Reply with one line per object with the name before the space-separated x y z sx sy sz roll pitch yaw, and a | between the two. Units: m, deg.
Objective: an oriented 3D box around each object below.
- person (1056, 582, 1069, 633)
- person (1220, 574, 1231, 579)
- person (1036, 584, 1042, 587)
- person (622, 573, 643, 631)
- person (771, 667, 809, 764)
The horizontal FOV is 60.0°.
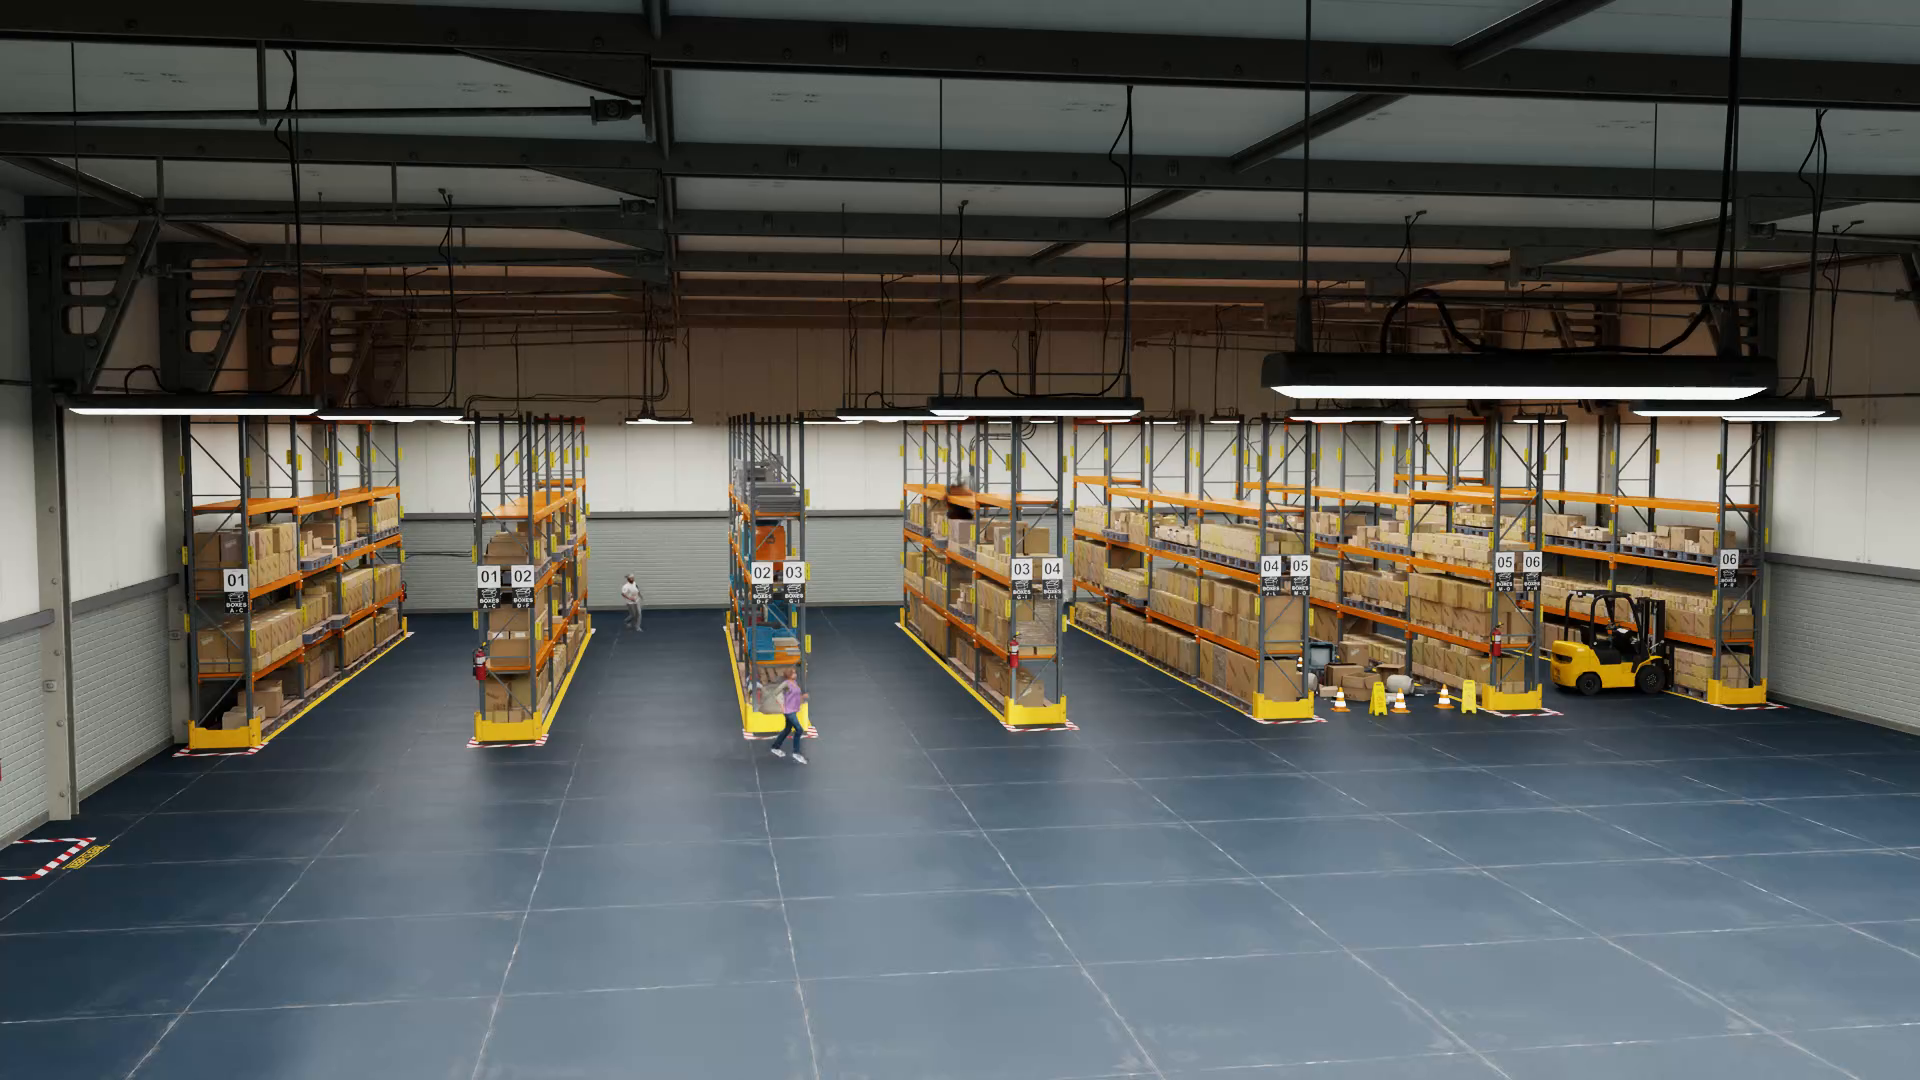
person | 2.635 1.868 44.875 0.601 1.613 0.723 -1 4 -17
person | 8.052 1.403 50.551 0.904 1.760 0.723 0 4 2
person | 2.181 1.649 47.127 0.653 1.796 0.724 0 4 5
person | -9.256 1.740 46.727 0.629 1.656 0.612 3 5 36
person | -2.913 2.983 28.440 0.733 1.645 0.510 1 4 15
